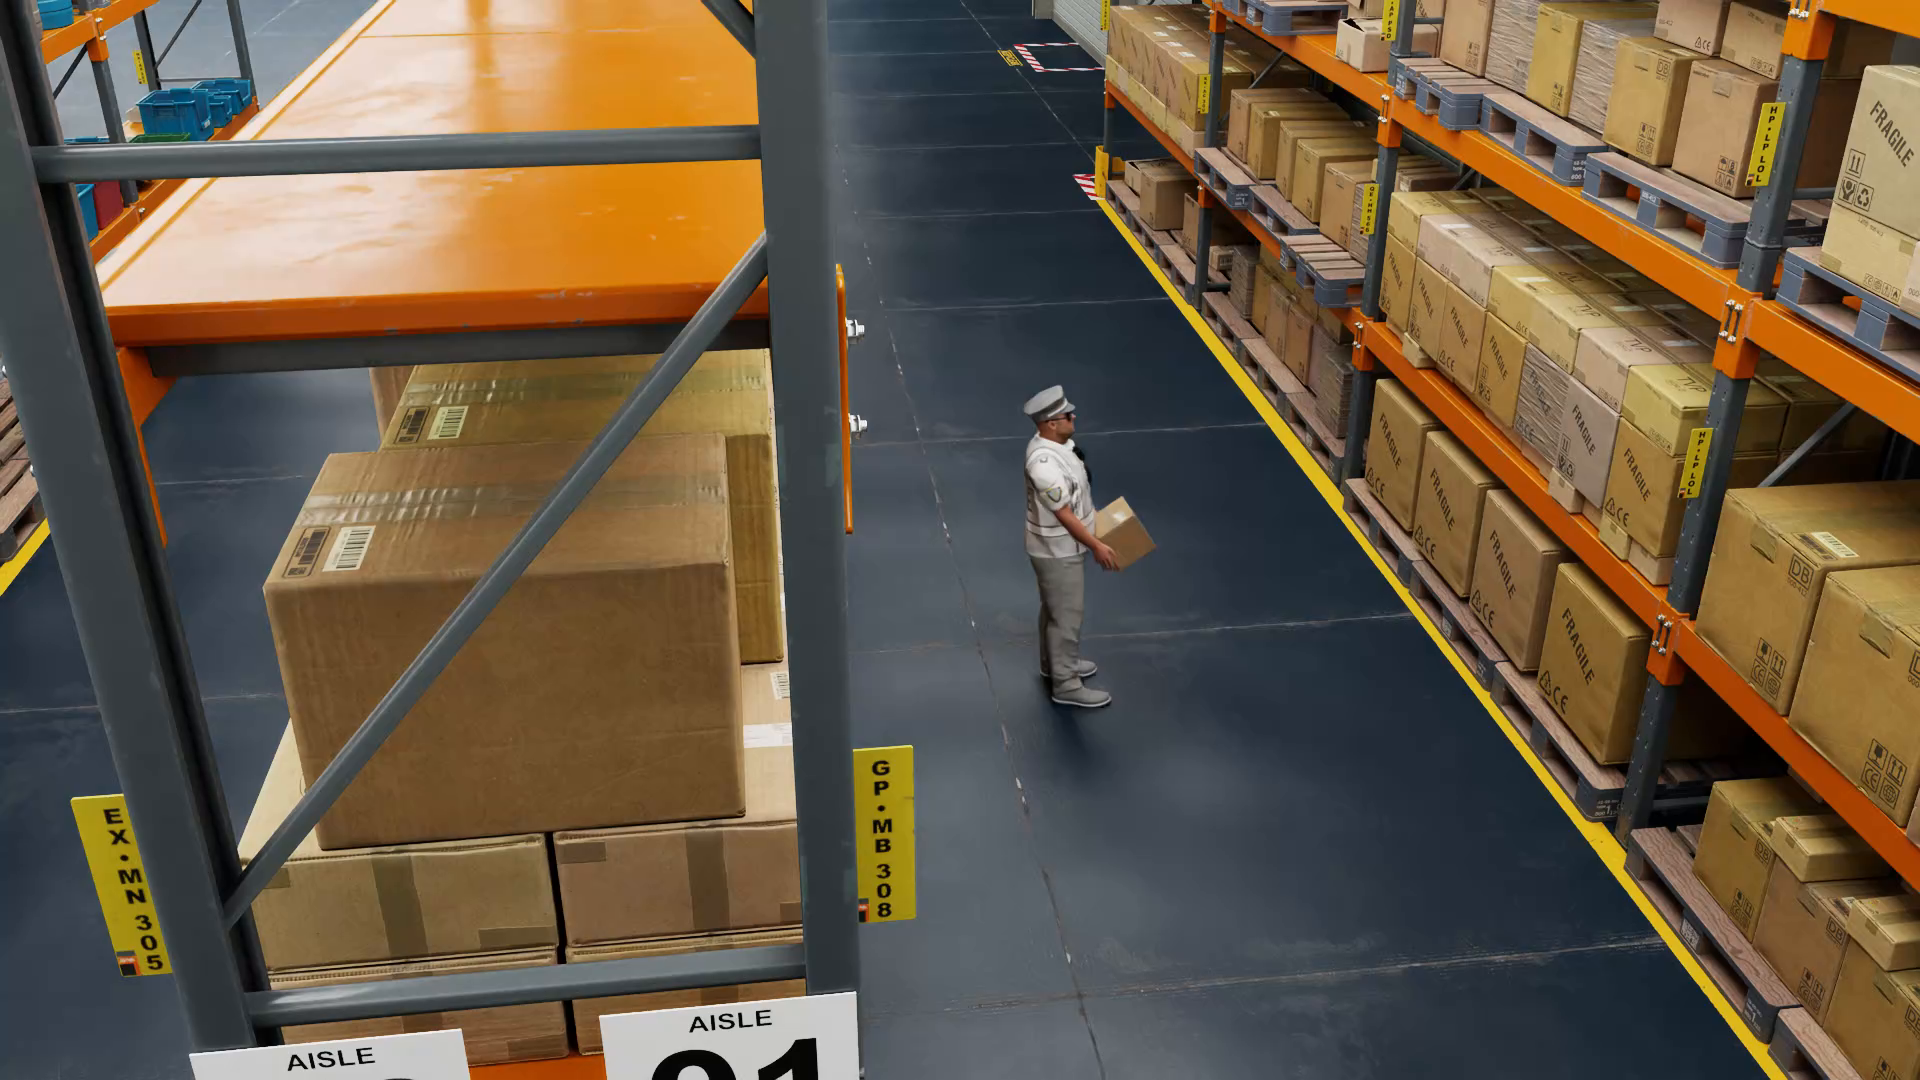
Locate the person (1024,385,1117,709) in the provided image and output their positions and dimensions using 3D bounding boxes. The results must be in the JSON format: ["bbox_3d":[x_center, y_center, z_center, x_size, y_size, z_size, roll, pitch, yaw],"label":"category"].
[{"bbox_3d":[0.595,0.014,9.025,0.527,1.786,0.529,2,27,5],"label":"person"}]
